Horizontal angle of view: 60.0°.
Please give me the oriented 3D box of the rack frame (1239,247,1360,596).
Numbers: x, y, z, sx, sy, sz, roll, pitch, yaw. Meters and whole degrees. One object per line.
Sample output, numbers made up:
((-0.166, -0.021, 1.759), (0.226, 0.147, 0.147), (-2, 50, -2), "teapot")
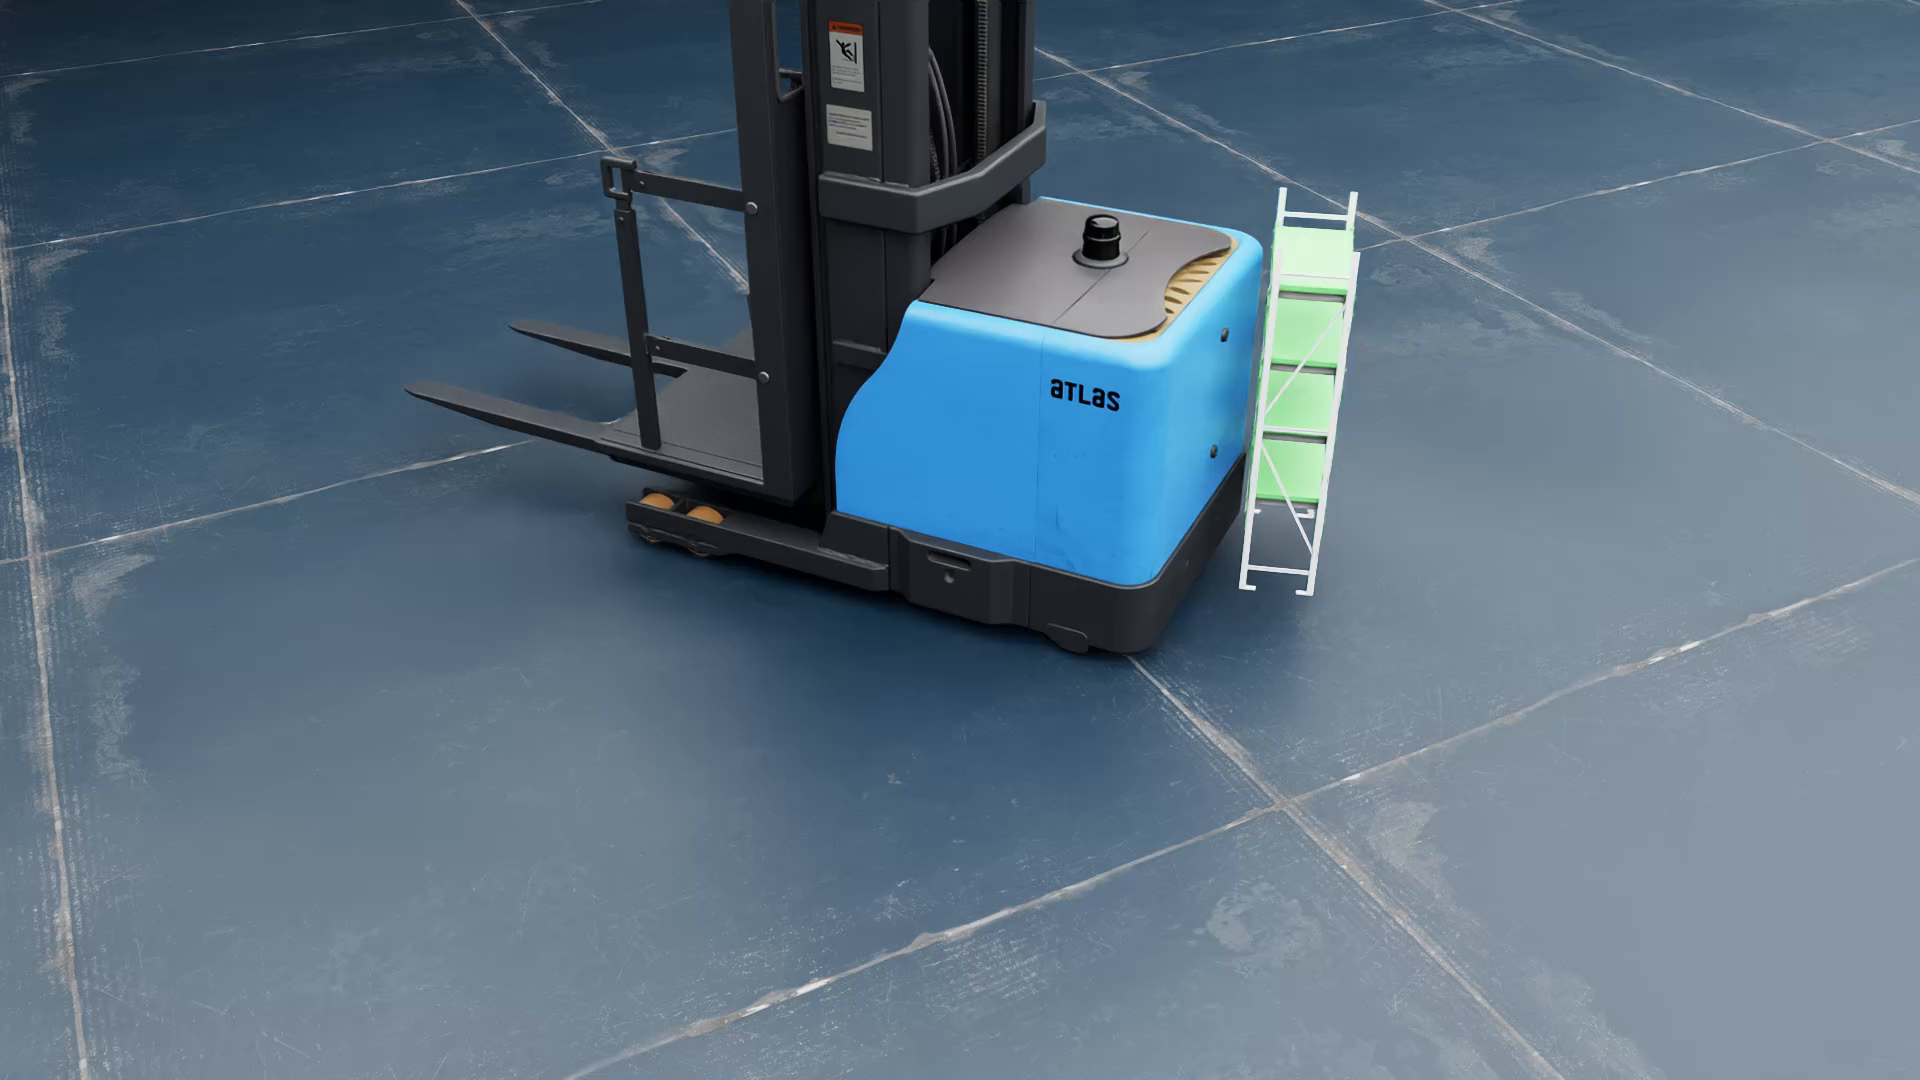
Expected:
((1.042, -0.337, 5.164), (0.240, 1.200, 0.015), (6, 33, 9), "rack frame")

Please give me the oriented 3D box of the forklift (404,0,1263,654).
((-0.578, -1.420, 5.249), (3.031, 2.935, 1.130), (15, 35, 22), "forklift")

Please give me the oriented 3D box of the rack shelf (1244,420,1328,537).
((1.086, -0.211, 5.530), (0.258, 0.148, 0.480), (6, 33, 9), "rack shelf")

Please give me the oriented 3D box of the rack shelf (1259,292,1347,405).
((1.086, -0.615, 5.271), (0.258, 0.148, 0.480), (6, 33, 9), "rack shelf")

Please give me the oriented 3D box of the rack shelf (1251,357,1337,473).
((1.086, -0.413, 5.400), (0.258, 0.148, 0.480), (6, 33, 9), "rack shelf")

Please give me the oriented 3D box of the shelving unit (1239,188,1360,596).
((1.086, -0.466, 5.366), (0.258, 1.200, 0.503), (6, 33, 9), "shelving unit")

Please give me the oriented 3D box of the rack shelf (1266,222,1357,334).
((1.086, -0.817, 5.141), (0.258, 0.148, 0.480), (6, 33, 9), "rack shelf")

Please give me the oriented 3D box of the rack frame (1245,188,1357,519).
((1.131, -0.596, 5.568), (0.240, 1.200, 0.015), (6, 33, 9), "rack frame")
